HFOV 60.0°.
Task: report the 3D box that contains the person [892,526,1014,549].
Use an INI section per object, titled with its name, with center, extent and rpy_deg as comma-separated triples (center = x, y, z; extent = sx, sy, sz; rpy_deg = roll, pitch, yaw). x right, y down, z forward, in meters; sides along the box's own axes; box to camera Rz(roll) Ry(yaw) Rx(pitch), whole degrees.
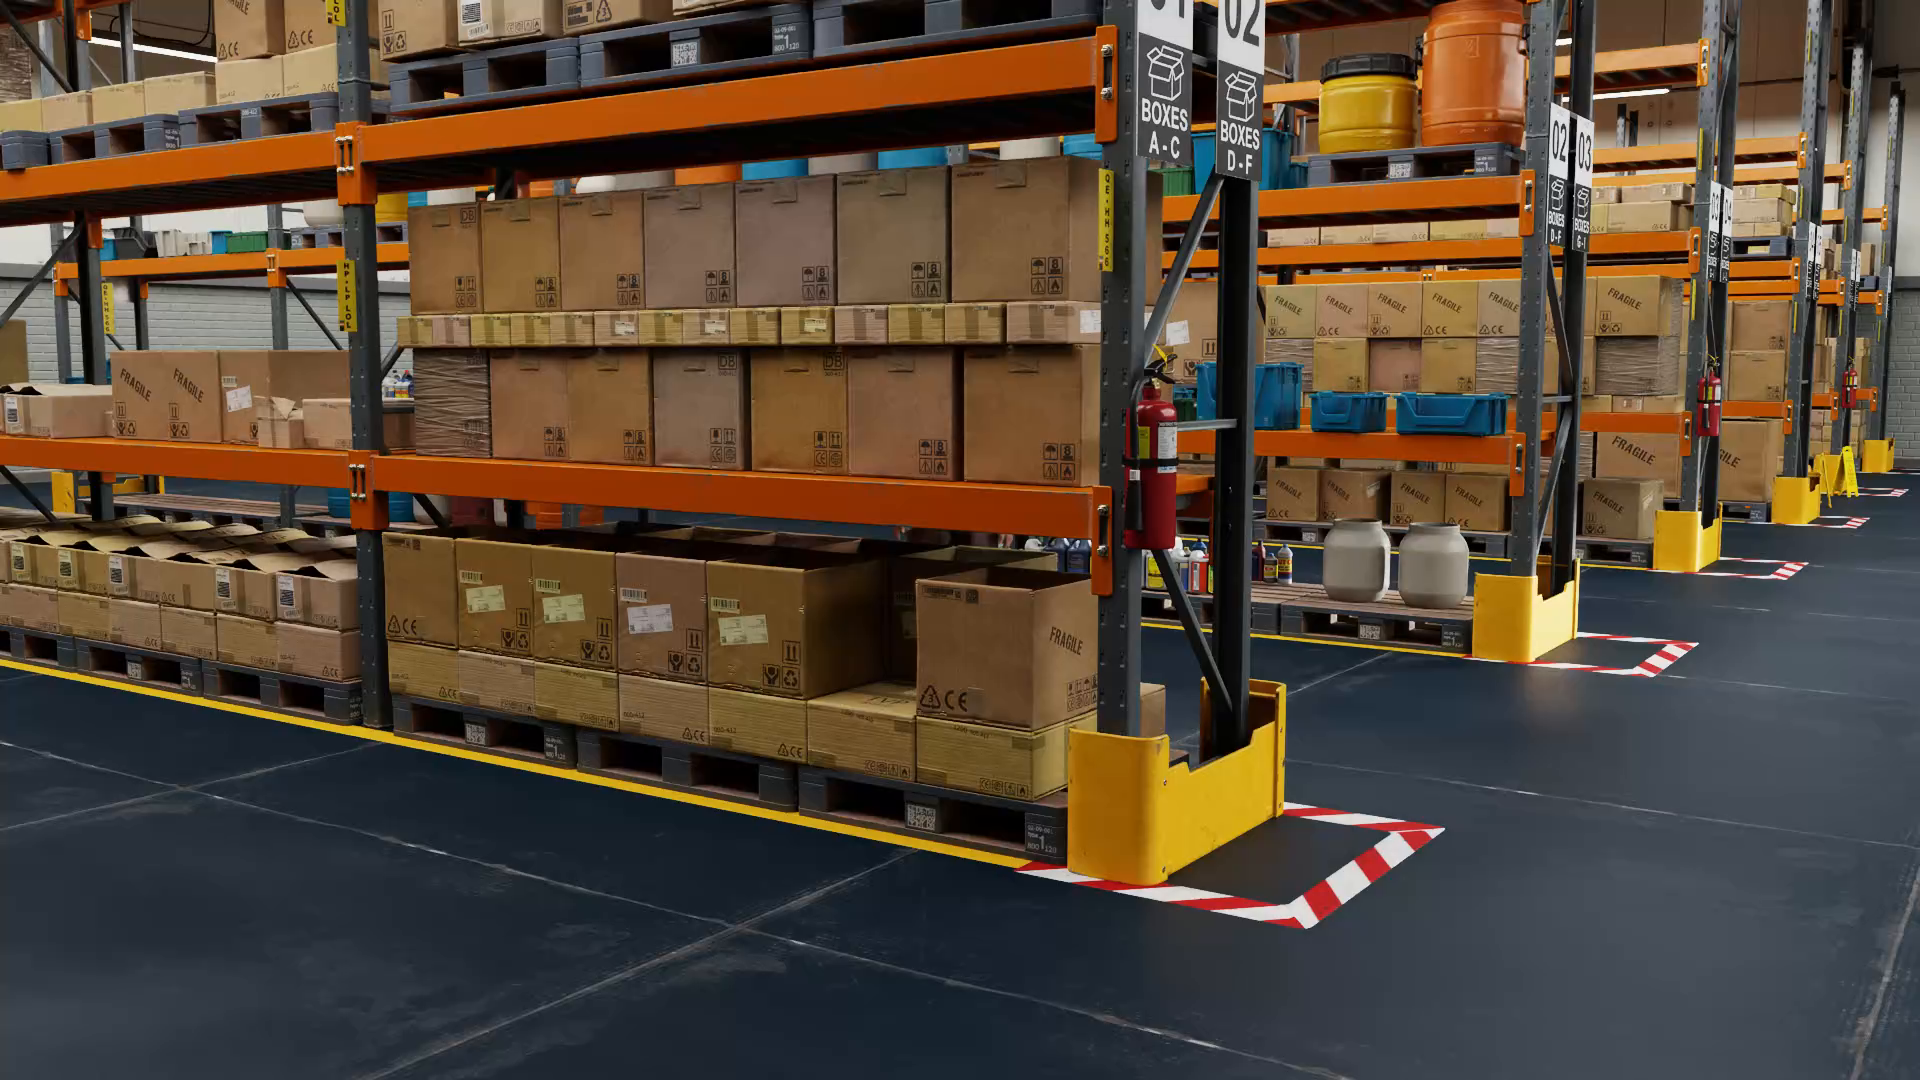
[person]
center = -0.029, -0.077, 8.601
extent = 0.697, 1.775, 0.582
rpy_deg = 0, 6, 2
